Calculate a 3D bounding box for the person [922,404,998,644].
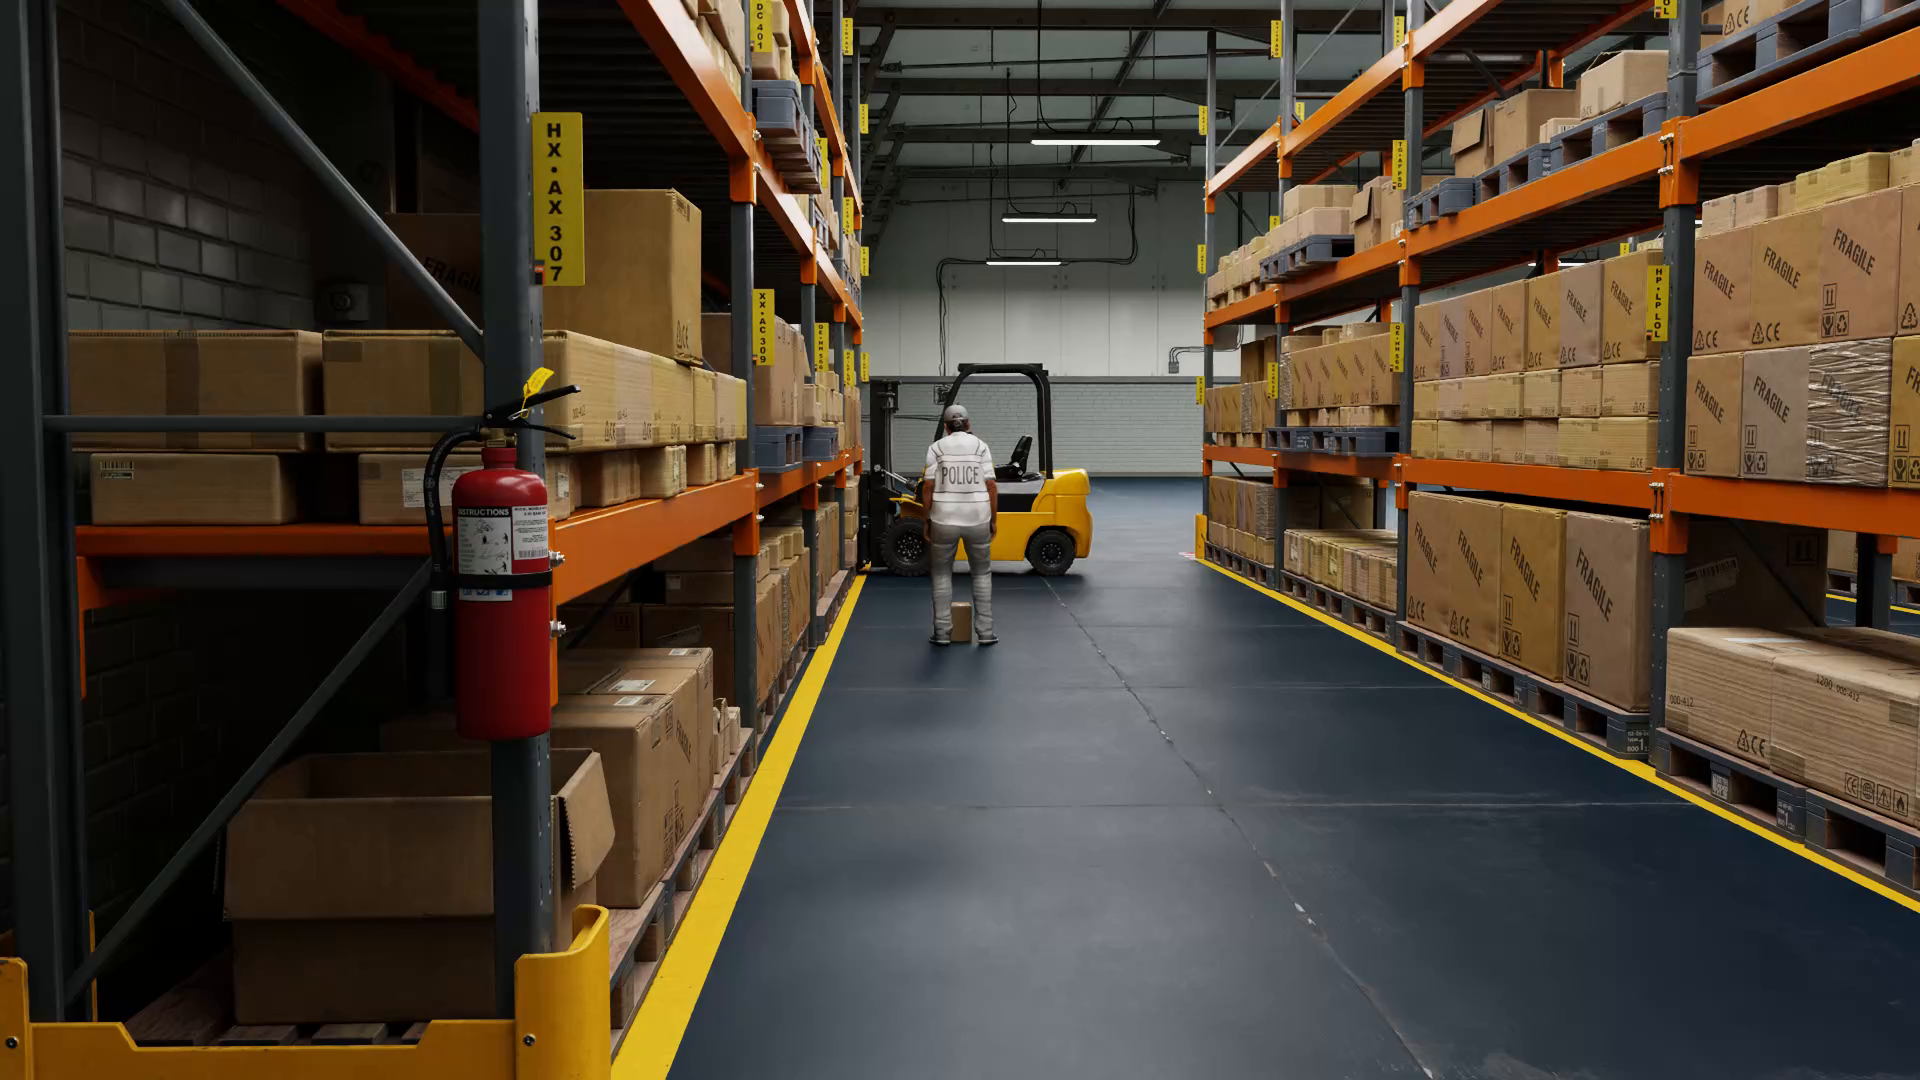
[{"bbox_3d":[0.006,-0.108,11.557,0.538,1.665,0.470,0,4,-3],"label":"person"}]
